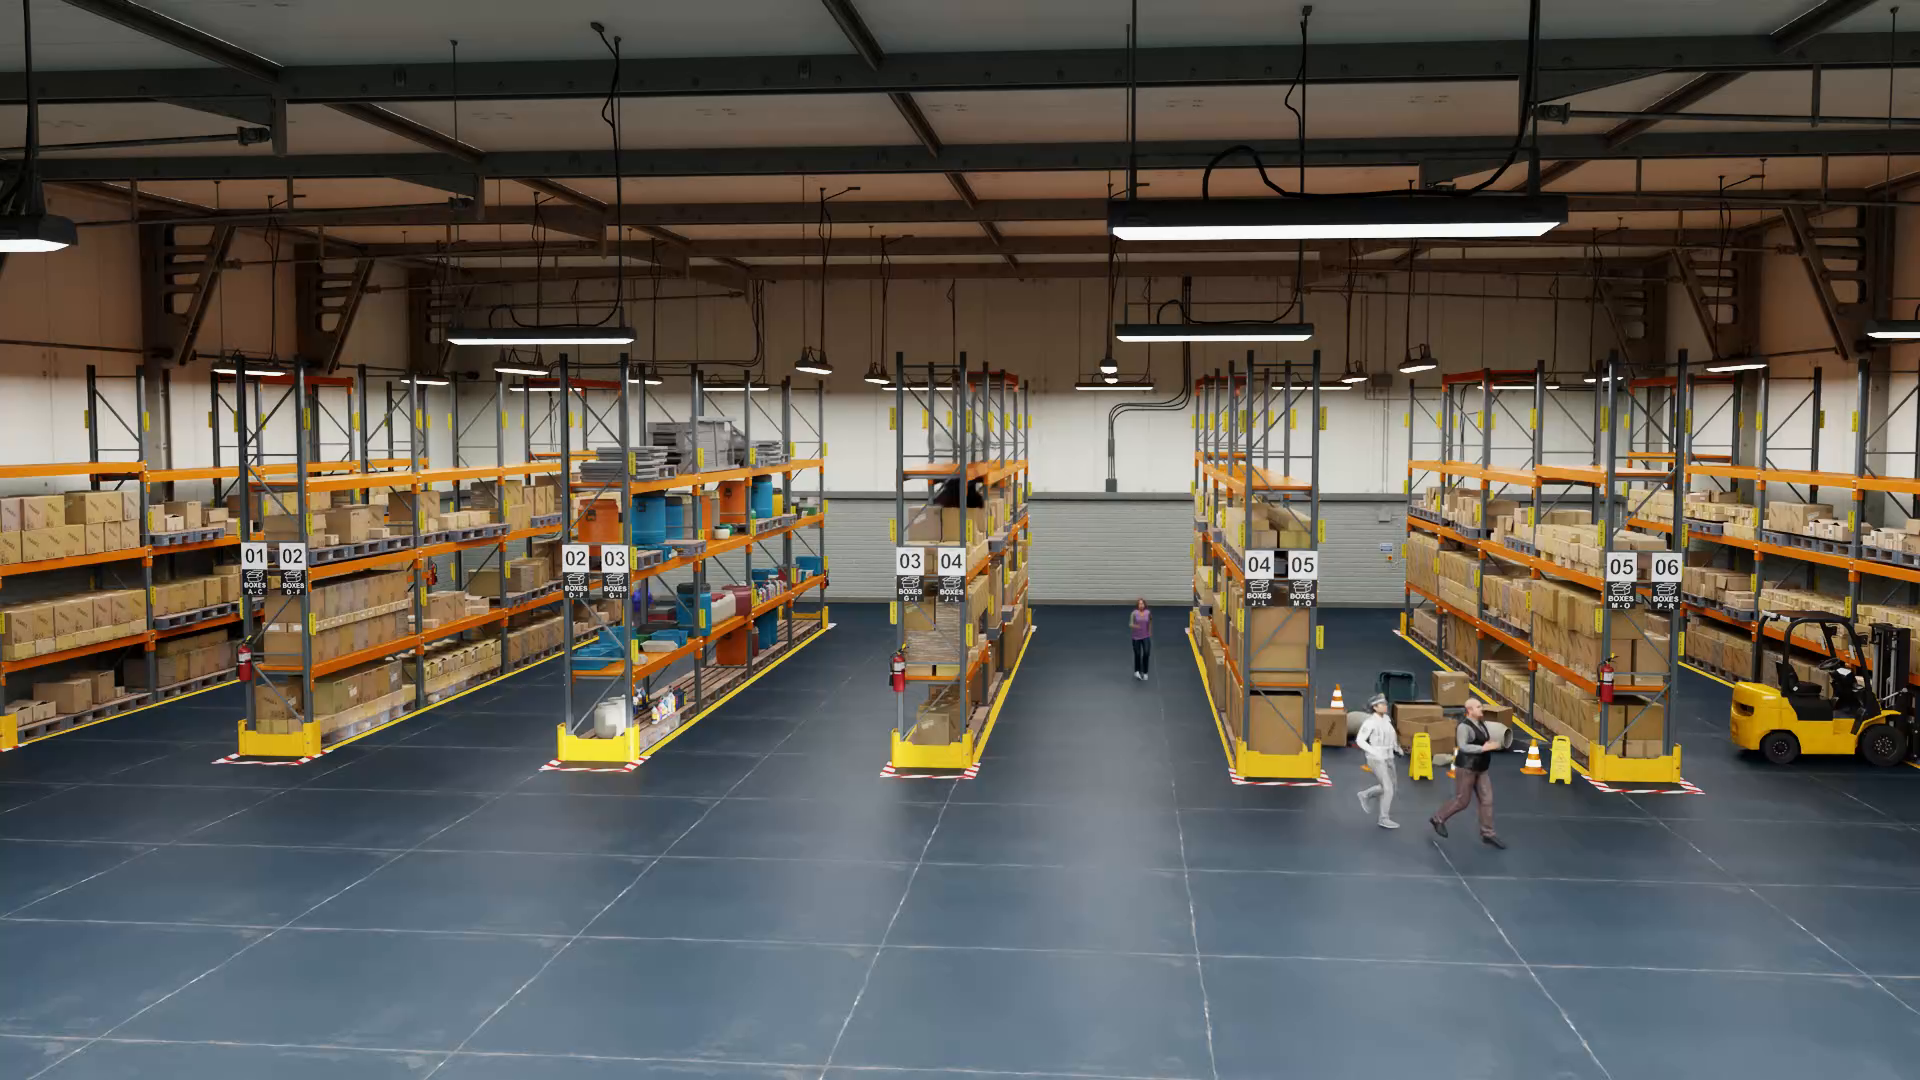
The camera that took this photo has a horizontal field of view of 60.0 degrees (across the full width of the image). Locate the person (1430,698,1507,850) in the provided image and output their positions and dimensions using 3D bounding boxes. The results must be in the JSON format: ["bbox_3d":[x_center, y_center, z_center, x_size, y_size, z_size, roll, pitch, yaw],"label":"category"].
[{"bbox_3d":[6.009,2.723,19.615,0.667,1.729,0.925,-4,6,-44],"label":"person"}]

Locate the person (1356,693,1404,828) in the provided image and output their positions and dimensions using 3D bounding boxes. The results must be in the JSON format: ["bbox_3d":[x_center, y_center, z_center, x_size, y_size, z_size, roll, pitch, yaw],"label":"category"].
[{"bbox_3d":[5.171,2.711,20.599,0.581,1.651,0.632,-3,5,-40],"label":"person"}]

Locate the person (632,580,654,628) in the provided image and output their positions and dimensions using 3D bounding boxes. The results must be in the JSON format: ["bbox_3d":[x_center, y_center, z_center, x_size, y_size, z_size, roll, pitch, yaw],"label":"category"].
[{"bbox_3d":[-6.887,1.663,35.860,0.558,1.592,0.589,-1,4,-8],"label":"person"}]

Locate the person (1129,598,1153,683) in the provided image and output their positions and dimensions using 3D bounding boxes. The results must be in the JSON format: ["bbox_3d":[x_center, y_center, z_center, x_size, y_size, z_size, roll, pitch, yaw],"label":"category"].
[{"bbox_3d":[3.502,1.925,32.119,0.482,1.623,0.734,0,4,2],"label":"person"}]
